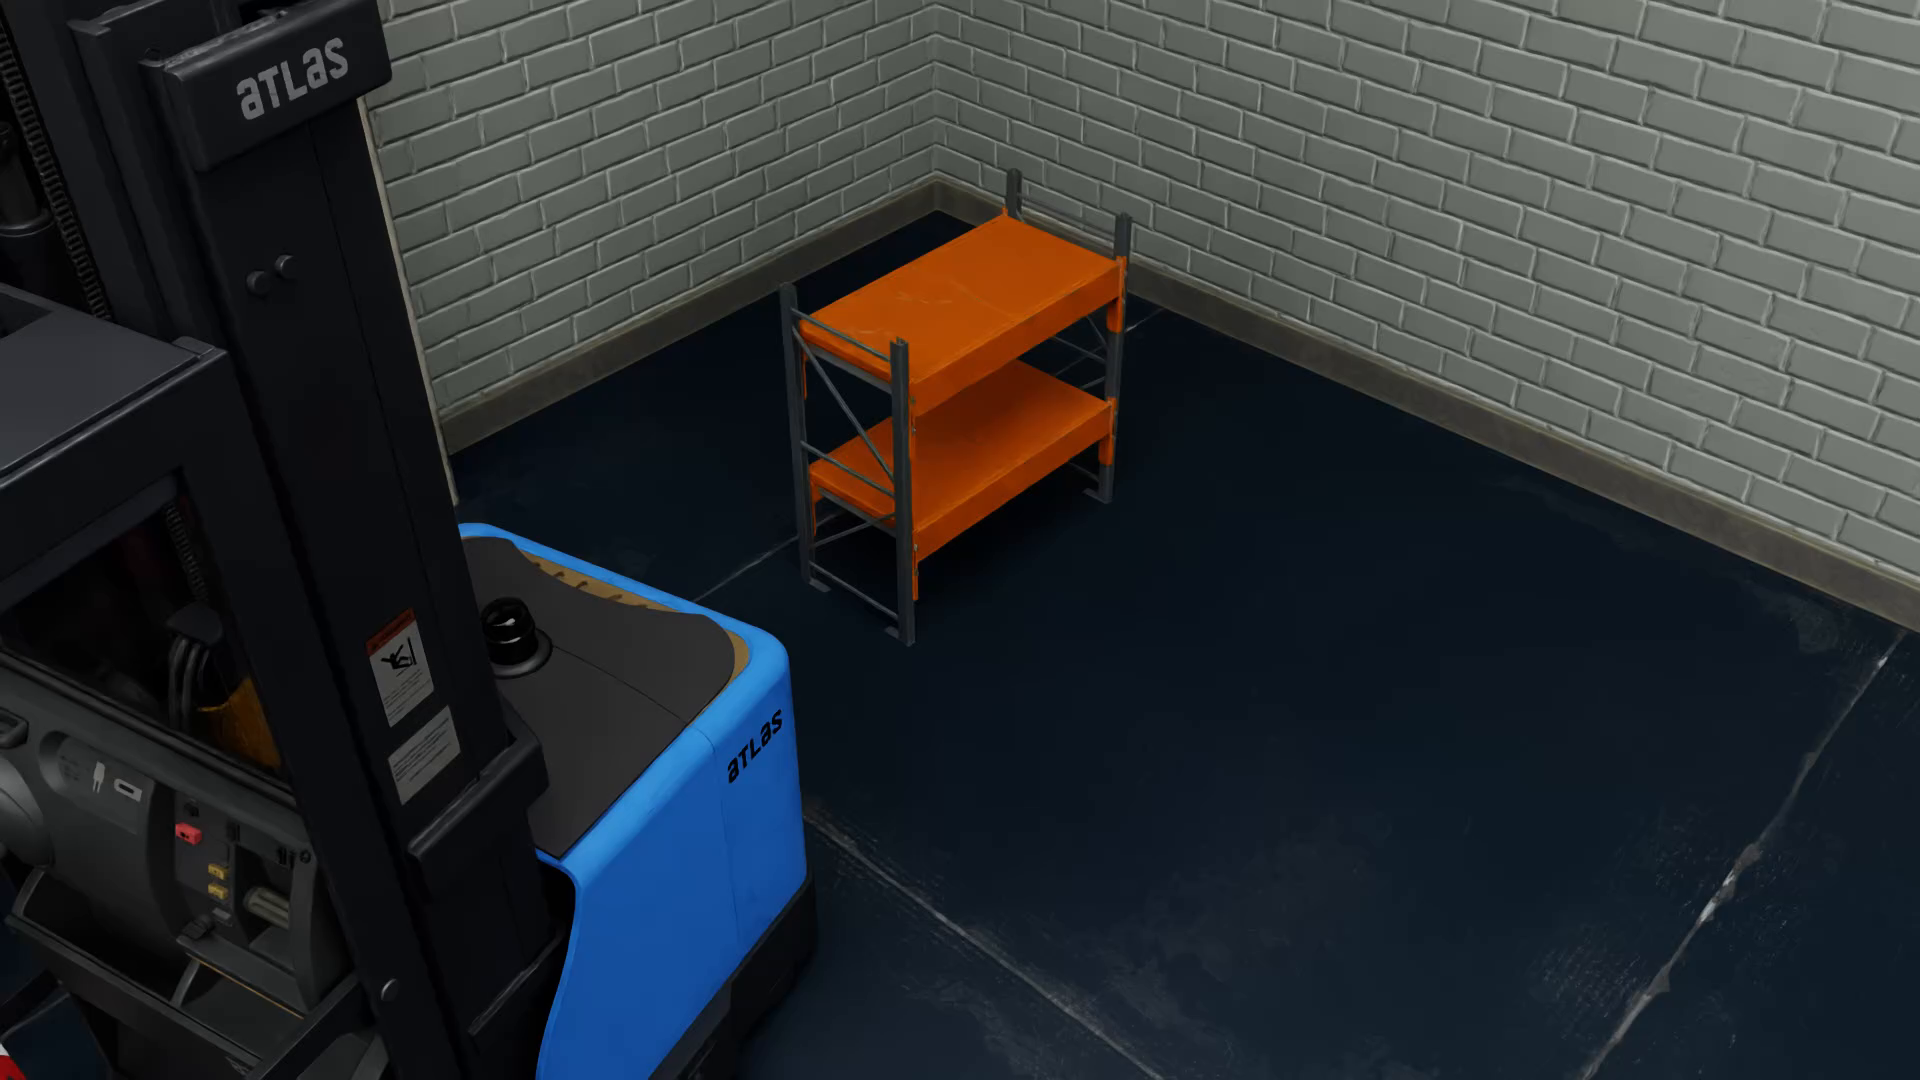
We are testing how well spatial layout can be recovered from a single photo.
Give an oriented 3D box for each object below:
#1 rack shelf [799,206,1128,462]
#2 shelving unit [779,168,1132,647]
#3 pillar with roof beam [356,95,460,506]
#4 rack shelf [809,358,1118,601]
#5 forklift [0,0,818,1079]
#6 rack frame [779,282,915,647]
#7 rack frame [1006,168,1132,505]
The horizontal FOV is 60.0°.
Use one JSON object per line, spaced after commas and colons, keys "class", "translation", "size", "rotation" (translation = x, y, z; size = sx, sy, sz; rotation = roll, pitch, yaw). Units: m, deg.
{"class": "rack shelf", "translation": [0.005, -0.672, 5.222], "size": [0.538, 0.278, 1.000], "rotation": [30, 47, 32]}
{"class": "shelving unit", "translation": [0.005, -0.443, 5.404], "size": [0.538, 1.125, 1.048], "rotation": [30, 47, 32]}
{"class": "pillar with roof beam", "translation": [1.154, -1.822, 0.812], "size": [9.100, 9.000, 0.400], "rotation": [30, 47, 32]}
{"class": "rack shelf", "translation": [0.005, -0.252, 5.556], "size": [0.538, 0.278, 1.000], "rotation": [30, 47, 32]}
{"class": "forklift", "translation": [-1.522, 0.575, 2.672], "size": [1.130, 2.935, 3.031], "rotation": [19, 42, 22]}
{"class": "rack frame", "translation": [-0.338, -0.210, 5.110], "size": [0.500, 1.125, 0.032], "rotation": [30, 47, 32]}
{"class": "rack frame", "translation": [0.348, -0.677, 5.698], "size": [0.500, 1.125, 0.032], "rotation": [30, 47, 32]}
